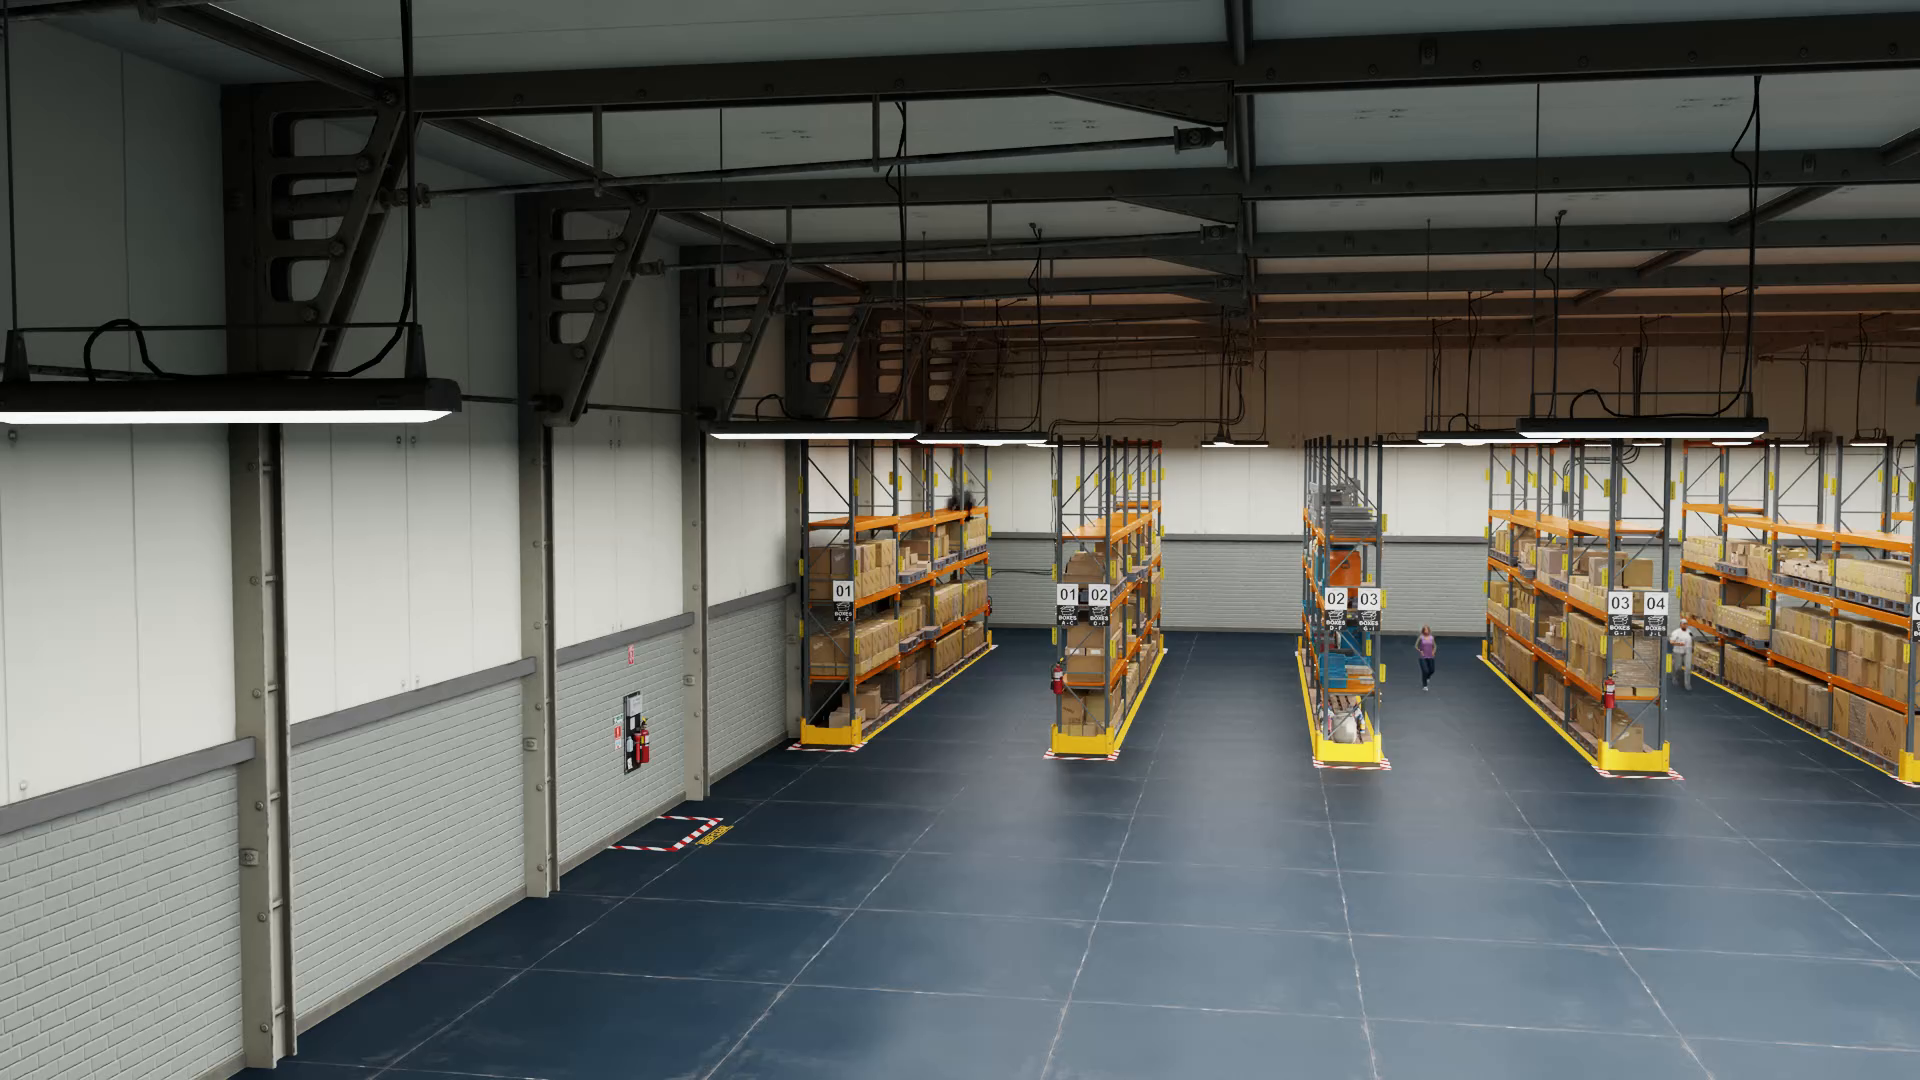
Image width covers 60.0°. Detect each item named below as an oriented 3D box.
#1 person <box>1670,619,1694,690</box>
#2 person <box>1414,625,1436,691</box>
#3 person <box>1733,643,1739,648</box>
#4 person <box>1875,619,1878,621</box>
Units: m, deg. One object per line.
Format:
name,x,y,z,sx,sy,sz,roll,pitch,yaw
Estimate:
person,17.318,2.709,39.840,0.612,1.644,0.894,0,3,6
person,11.083,2.807,39.553,0.532,1.550,0.559,0,3,2
person,21.299,2.361,45.337,0.881,1.788,0.651,0,3,2
person,24.933,2.528,44.897,0.568,1.569,0.619,1,3,24
